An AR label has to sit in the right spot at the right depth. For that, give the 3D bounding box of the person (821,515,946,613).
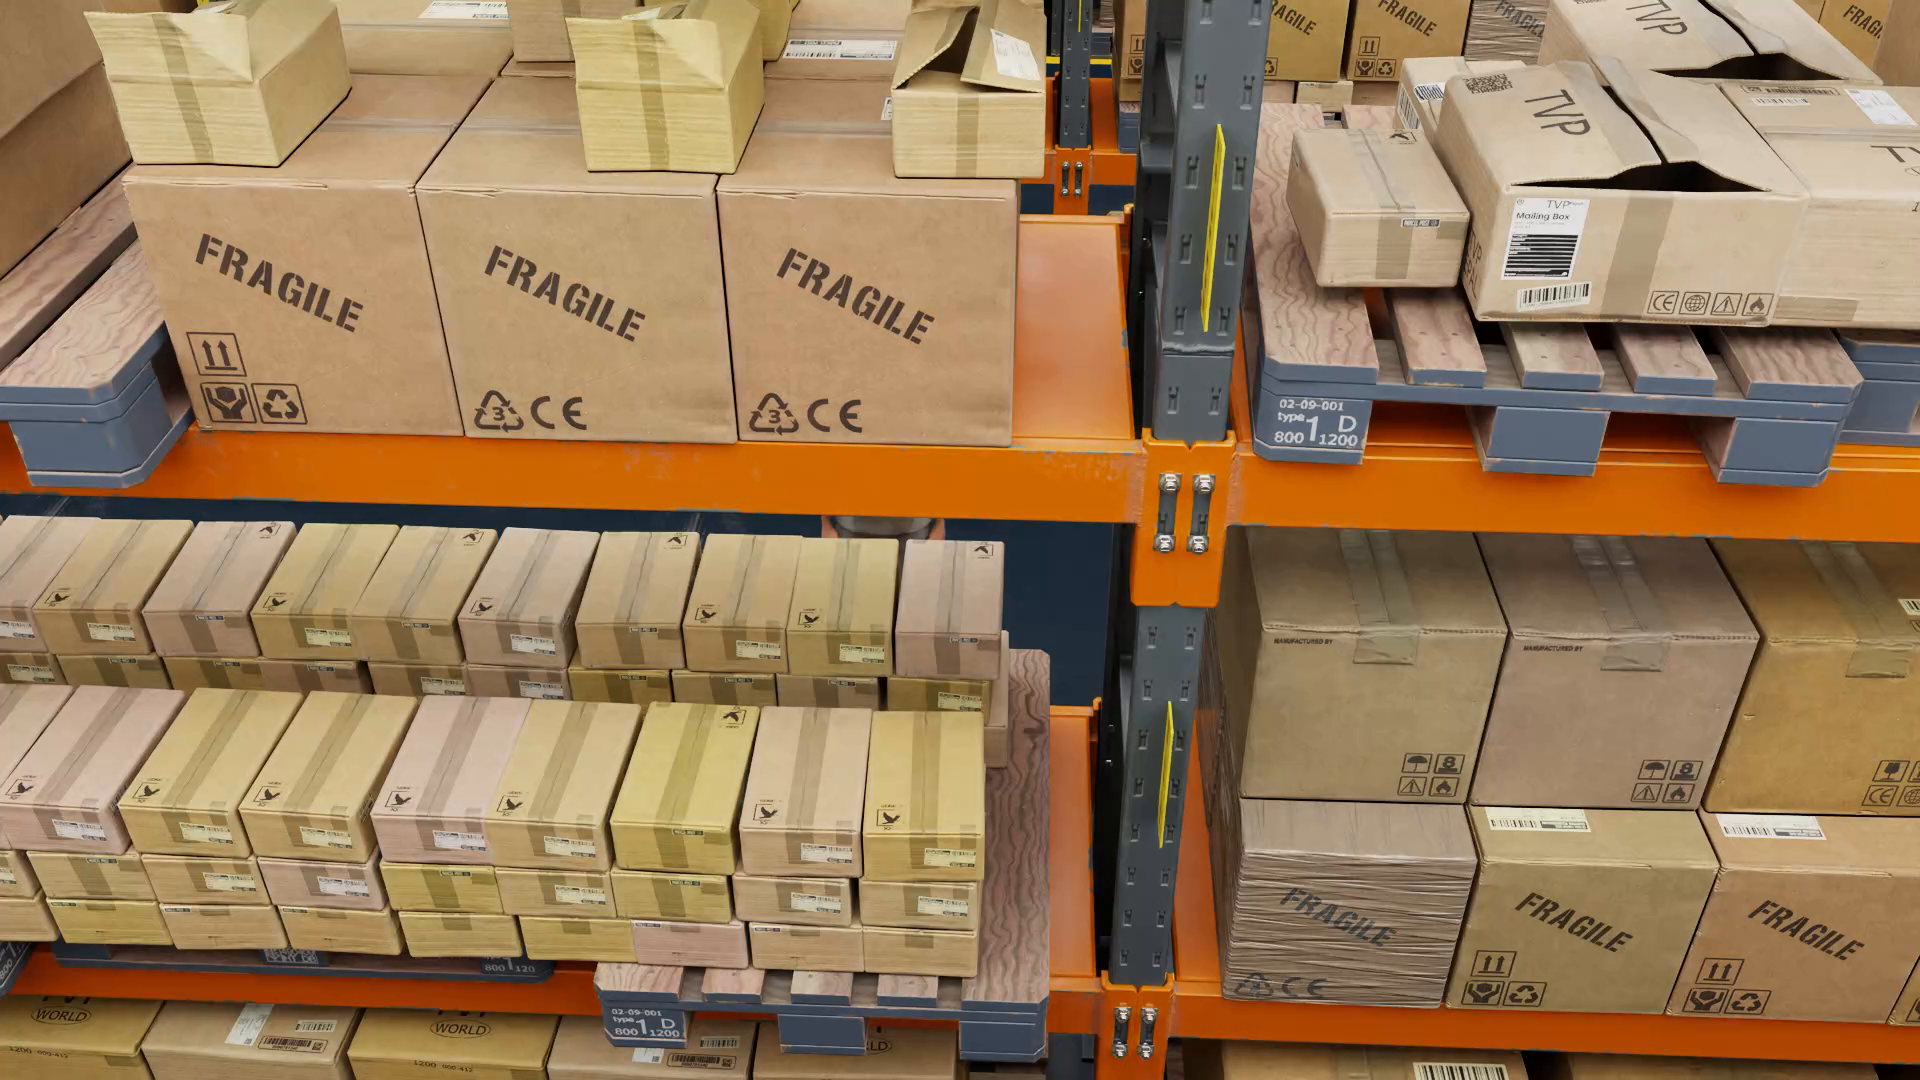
[{"bbox_3d":[-0.289,-0.044,6.210,0.493,1.672,0.361,0,36,0],"label":"person"}]
